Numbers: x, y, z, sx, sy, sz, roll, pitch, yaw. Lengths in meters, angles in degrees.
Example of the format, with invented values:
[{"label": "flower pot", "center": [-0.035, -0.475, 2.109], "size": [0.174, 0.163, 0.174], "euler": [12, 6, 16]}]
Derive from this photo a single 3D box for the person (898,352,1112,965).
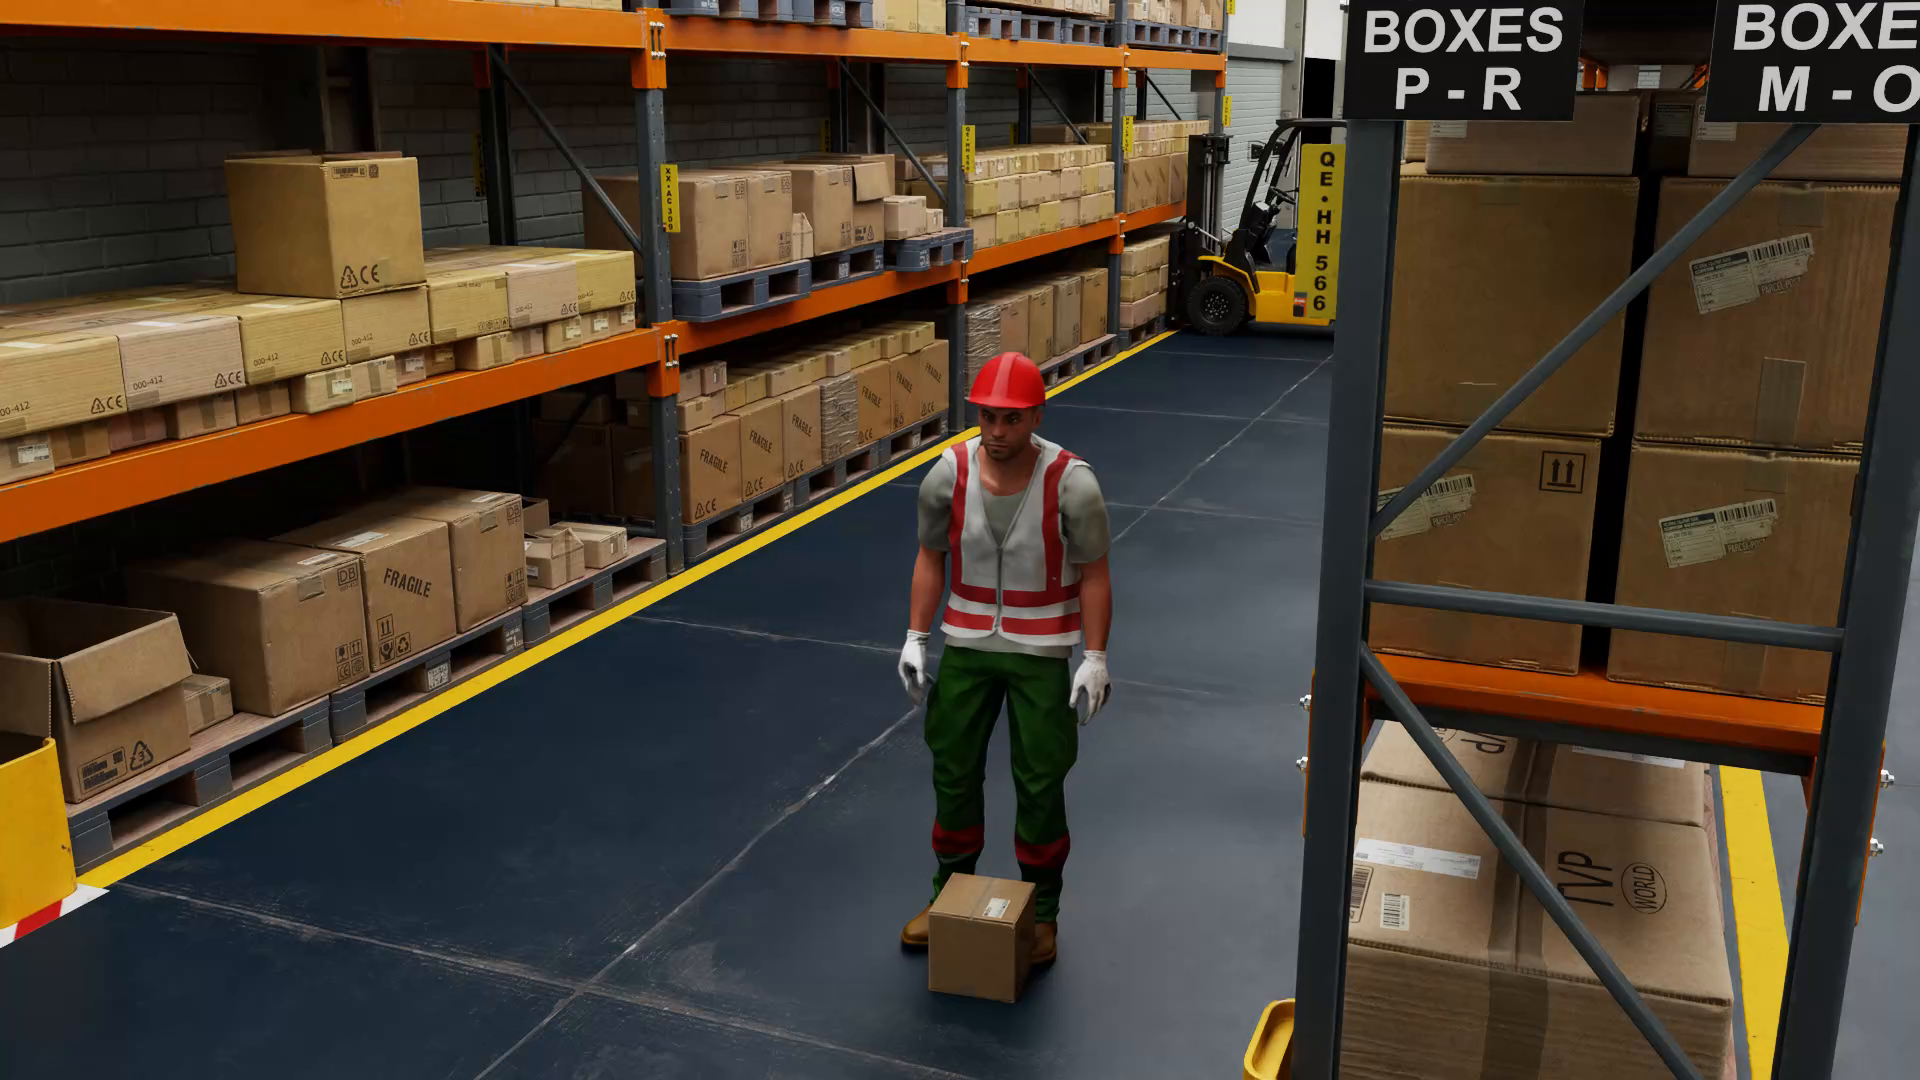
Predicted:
[{"label": "person", "center": [0.129, 0.338, 4.750], "size": [0.623, 1.780, 0.450], "euler": [5, 16, 17]}]
